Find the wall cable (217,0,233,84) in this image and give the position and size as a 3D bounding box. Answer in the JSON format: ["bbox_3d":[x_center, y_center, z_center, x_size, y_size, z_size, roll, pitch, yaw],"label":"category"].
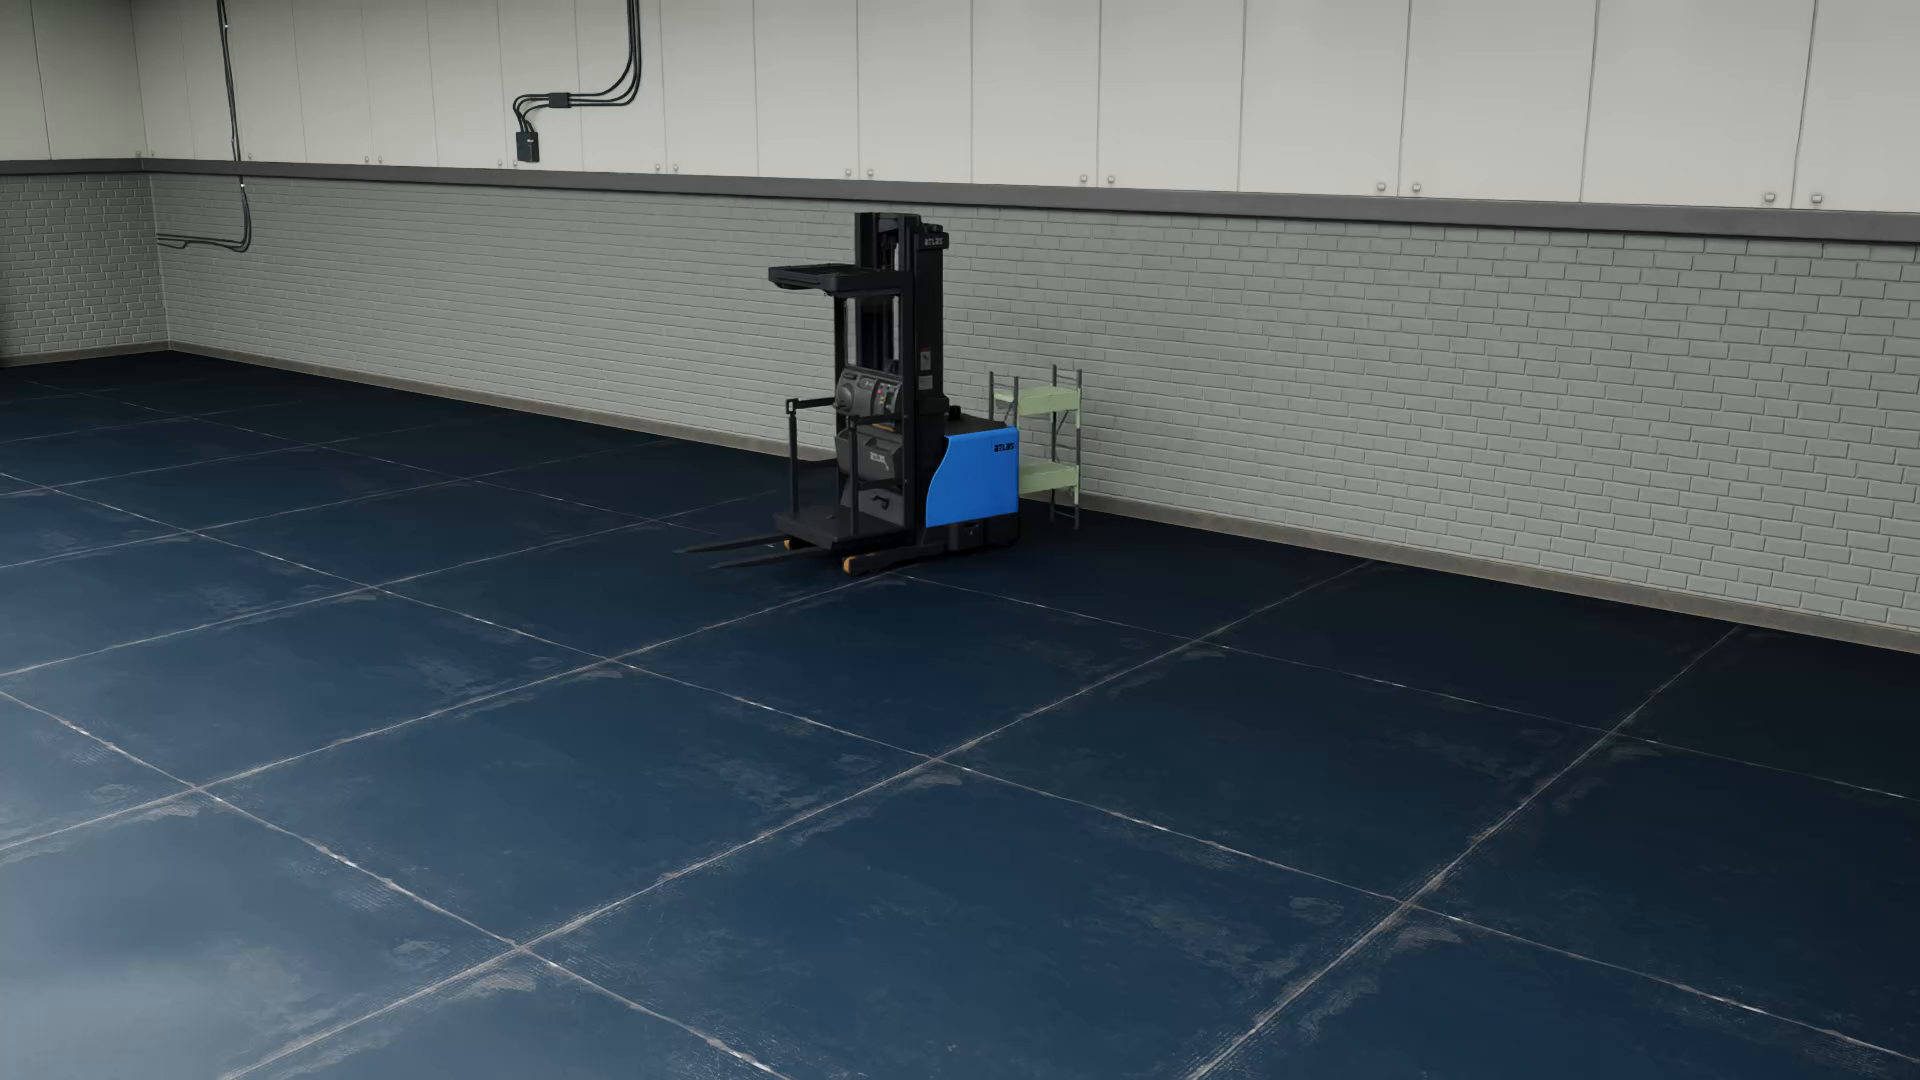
[{"bbox_3d":[-9.864,-7.806,23.624,3.097,2.526,0.112,11,18,38],"label":"wall cable"}]

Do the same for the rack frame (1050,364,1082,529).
[{"bbox_3d":[0.985,-0.868,15.493,0.023,1.500,0.400,-10,17,-34],"label":"rack frame"}]

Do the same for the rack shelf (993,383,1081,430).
[{"bbox_3d":[0.688,-1.194,15.190,0.720,0.370,0.431,-10,17,-34],"label":"rack shelf"}]

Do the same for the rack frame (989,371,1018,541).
[{"bbox_3d":[0.390,-0.763,15.079,0.023,1.500,0.400,-10,17,-34],"label":"rack frame"}]

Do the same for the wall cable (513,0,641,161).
[{"bbox_3d":[-4.594,-7.458,19.298,2.305,6.003,0.169,11,18,38],"label":"wall cable"}]

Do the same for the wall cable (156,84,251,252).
[{"bbox_3d":[-11.968,-5.777,25.894,3.097,2.526,0.112,11,18,38],"label":"wall cable"}]

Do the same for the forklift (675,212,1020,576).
[{"bbox_3d":[-0.953,-1.264,14.147,3.031,2.935,1.130,-10,17,-34],"label":"forklift"}]

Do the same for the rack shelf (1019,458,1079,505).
[{"bbox_3d":[0.688,-0.499,15.367,0.720,0.370,0.431,-10,17,-34],"label":"rack shelf"}]

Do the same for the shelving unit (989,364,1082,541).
[{"bbox_3d":[0.688,-0.815,15.286,0.755,1.500,0.431,-10,17,-34],"label":"shelving unit"}]
